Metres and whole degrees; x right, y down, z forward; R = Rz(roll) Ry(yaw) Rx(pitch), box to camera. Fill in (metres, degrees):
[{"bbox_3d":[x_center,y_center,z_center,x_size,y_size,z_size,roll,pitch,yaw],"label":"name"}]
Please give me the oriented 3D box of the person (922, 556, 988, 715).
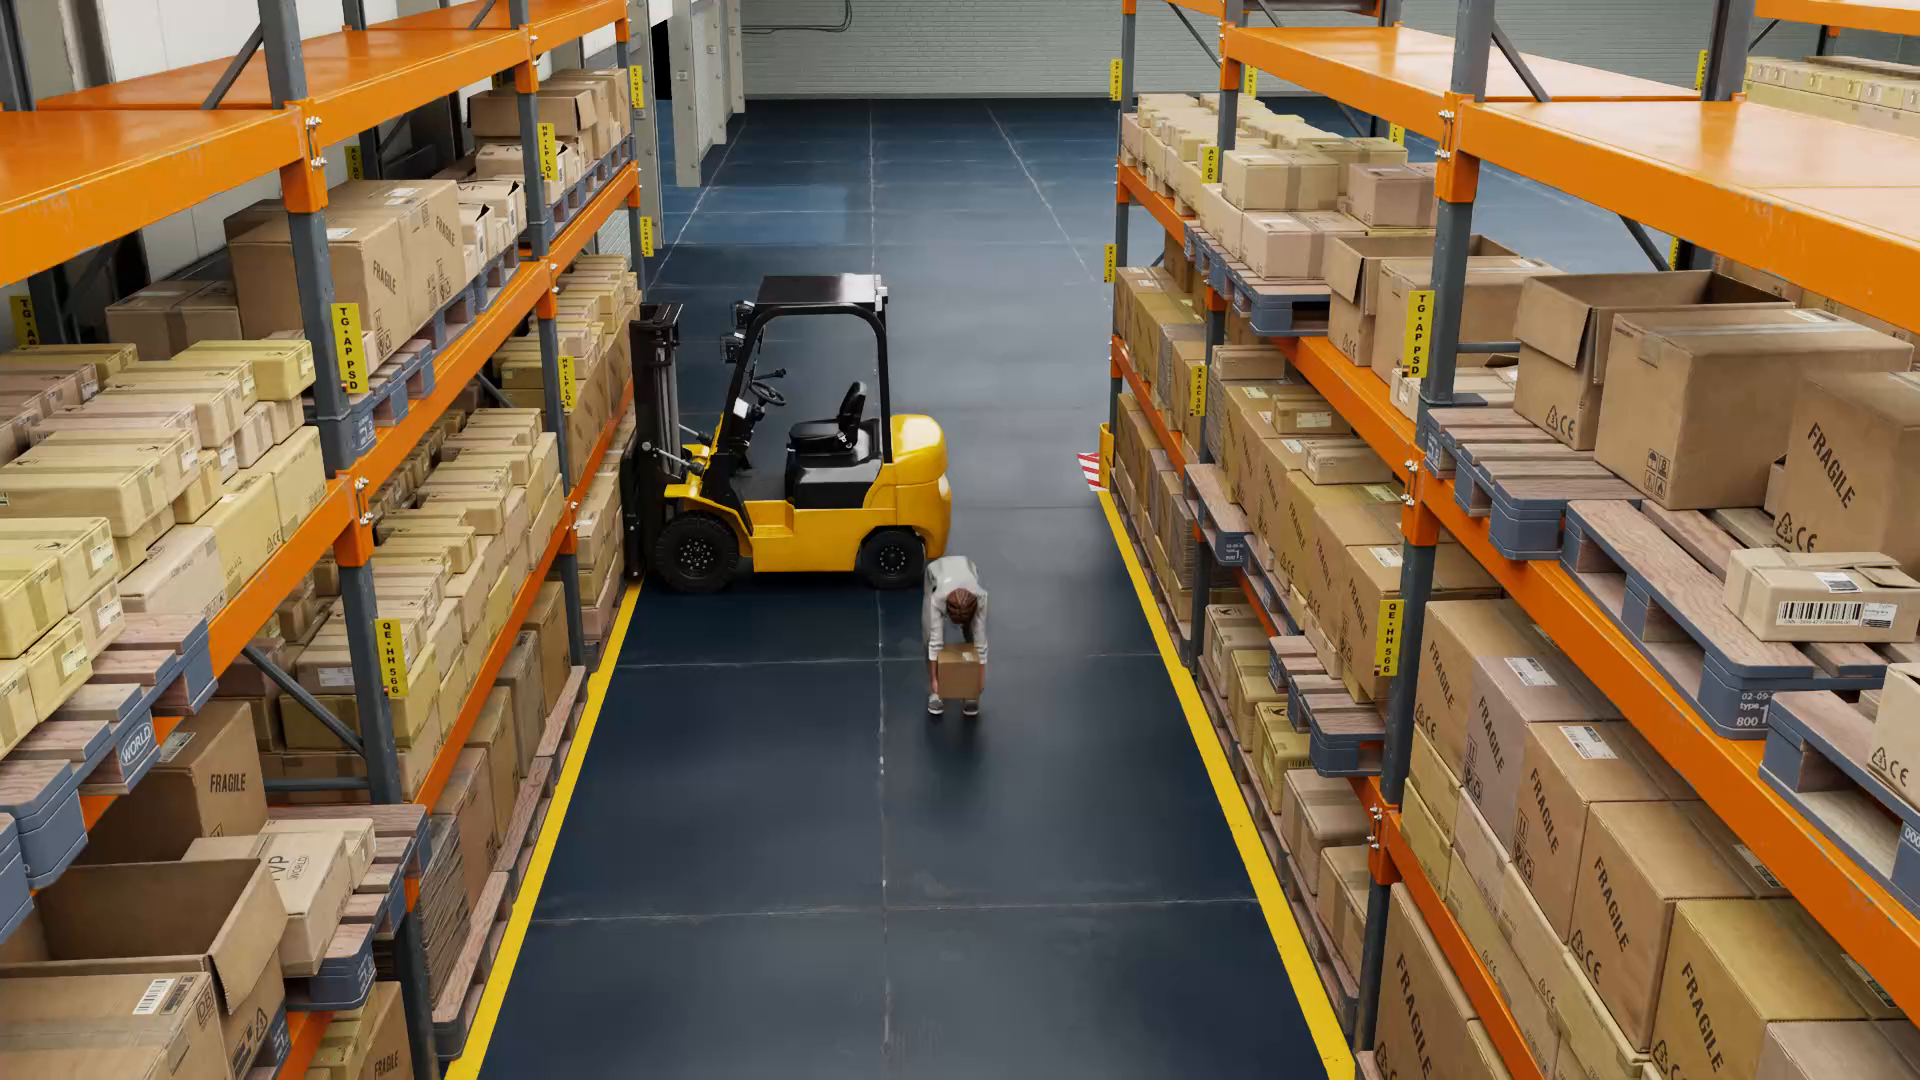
[{"bbox_3d":[-0.028,0.653,10.193,0.389,1.013,0.868,-2,21,-5],"label":"person"}]
